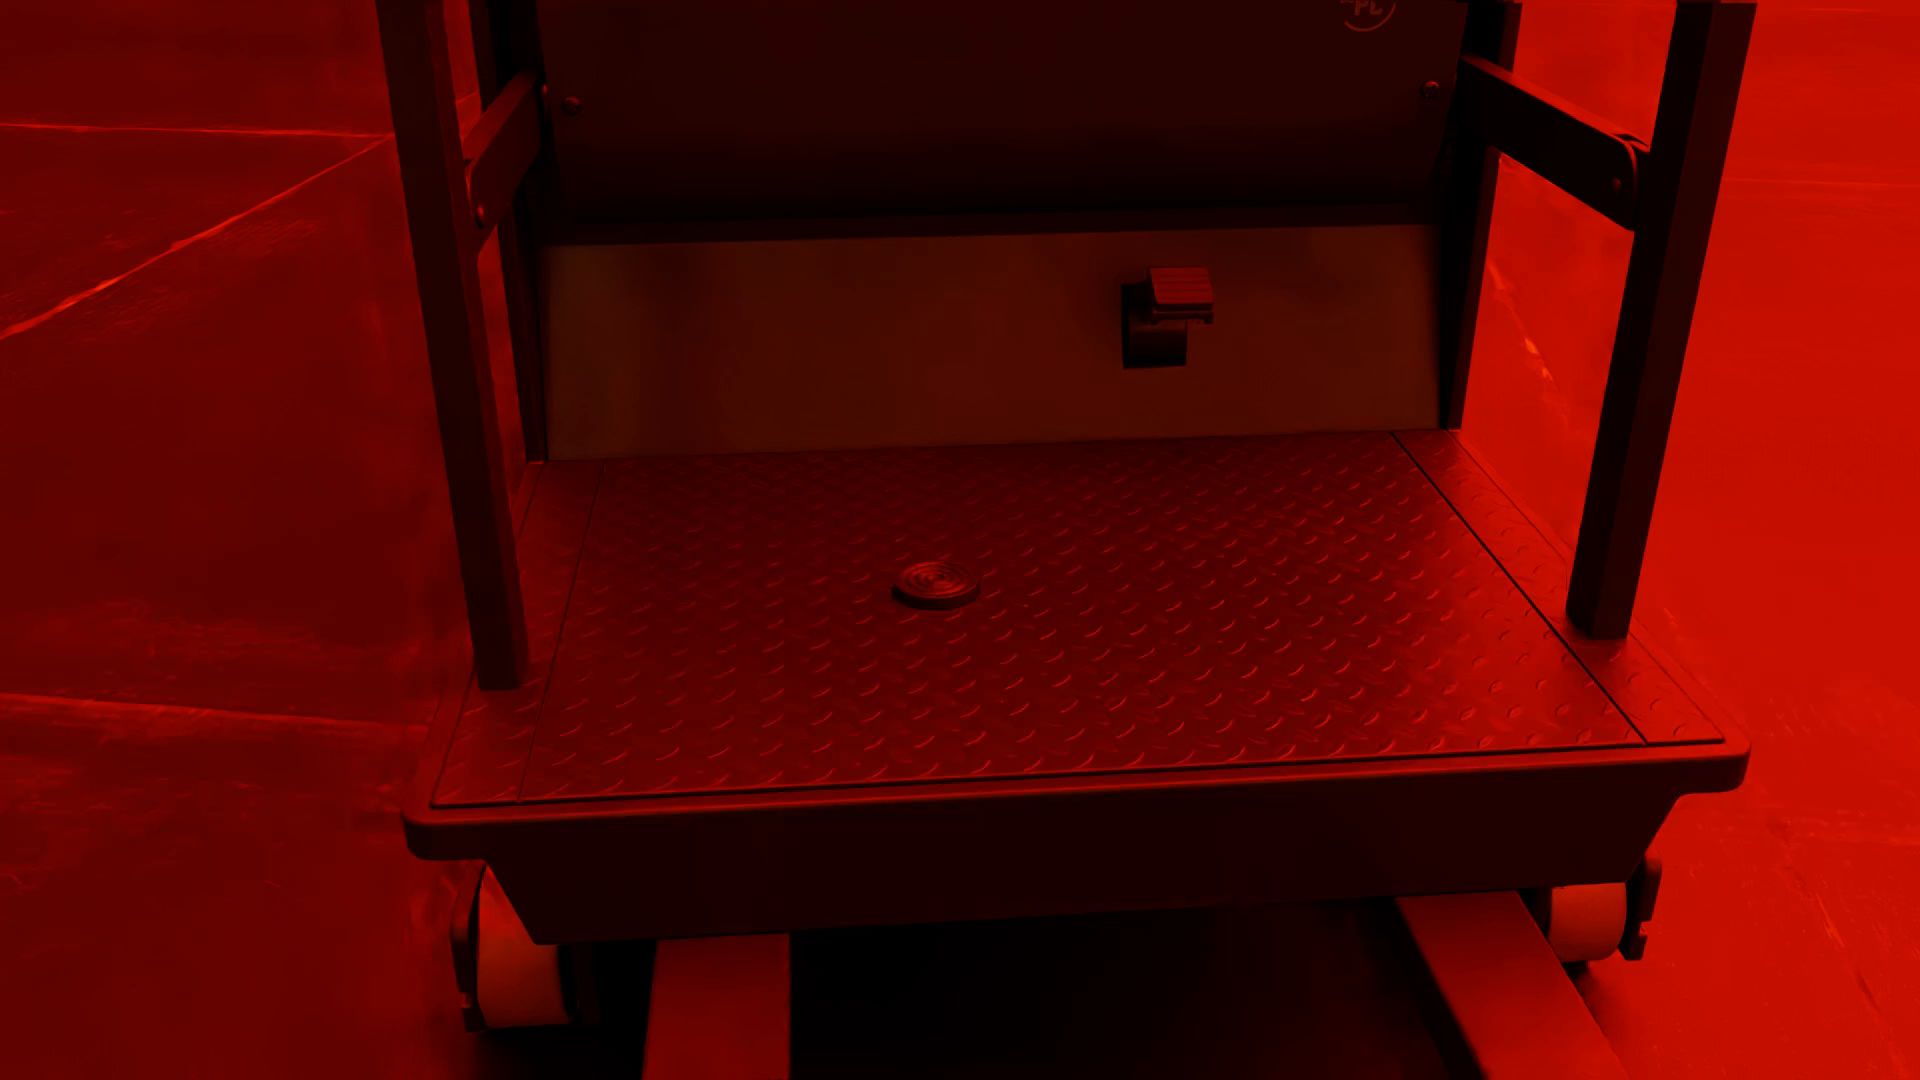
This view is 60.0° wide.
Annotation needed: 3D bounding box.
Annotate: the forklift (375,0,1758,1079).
[{"bbox_3d":[0.069,-1.008,1.238,1.130,2.935,3.031,-2,27,-5],"label":"forklift"}]
